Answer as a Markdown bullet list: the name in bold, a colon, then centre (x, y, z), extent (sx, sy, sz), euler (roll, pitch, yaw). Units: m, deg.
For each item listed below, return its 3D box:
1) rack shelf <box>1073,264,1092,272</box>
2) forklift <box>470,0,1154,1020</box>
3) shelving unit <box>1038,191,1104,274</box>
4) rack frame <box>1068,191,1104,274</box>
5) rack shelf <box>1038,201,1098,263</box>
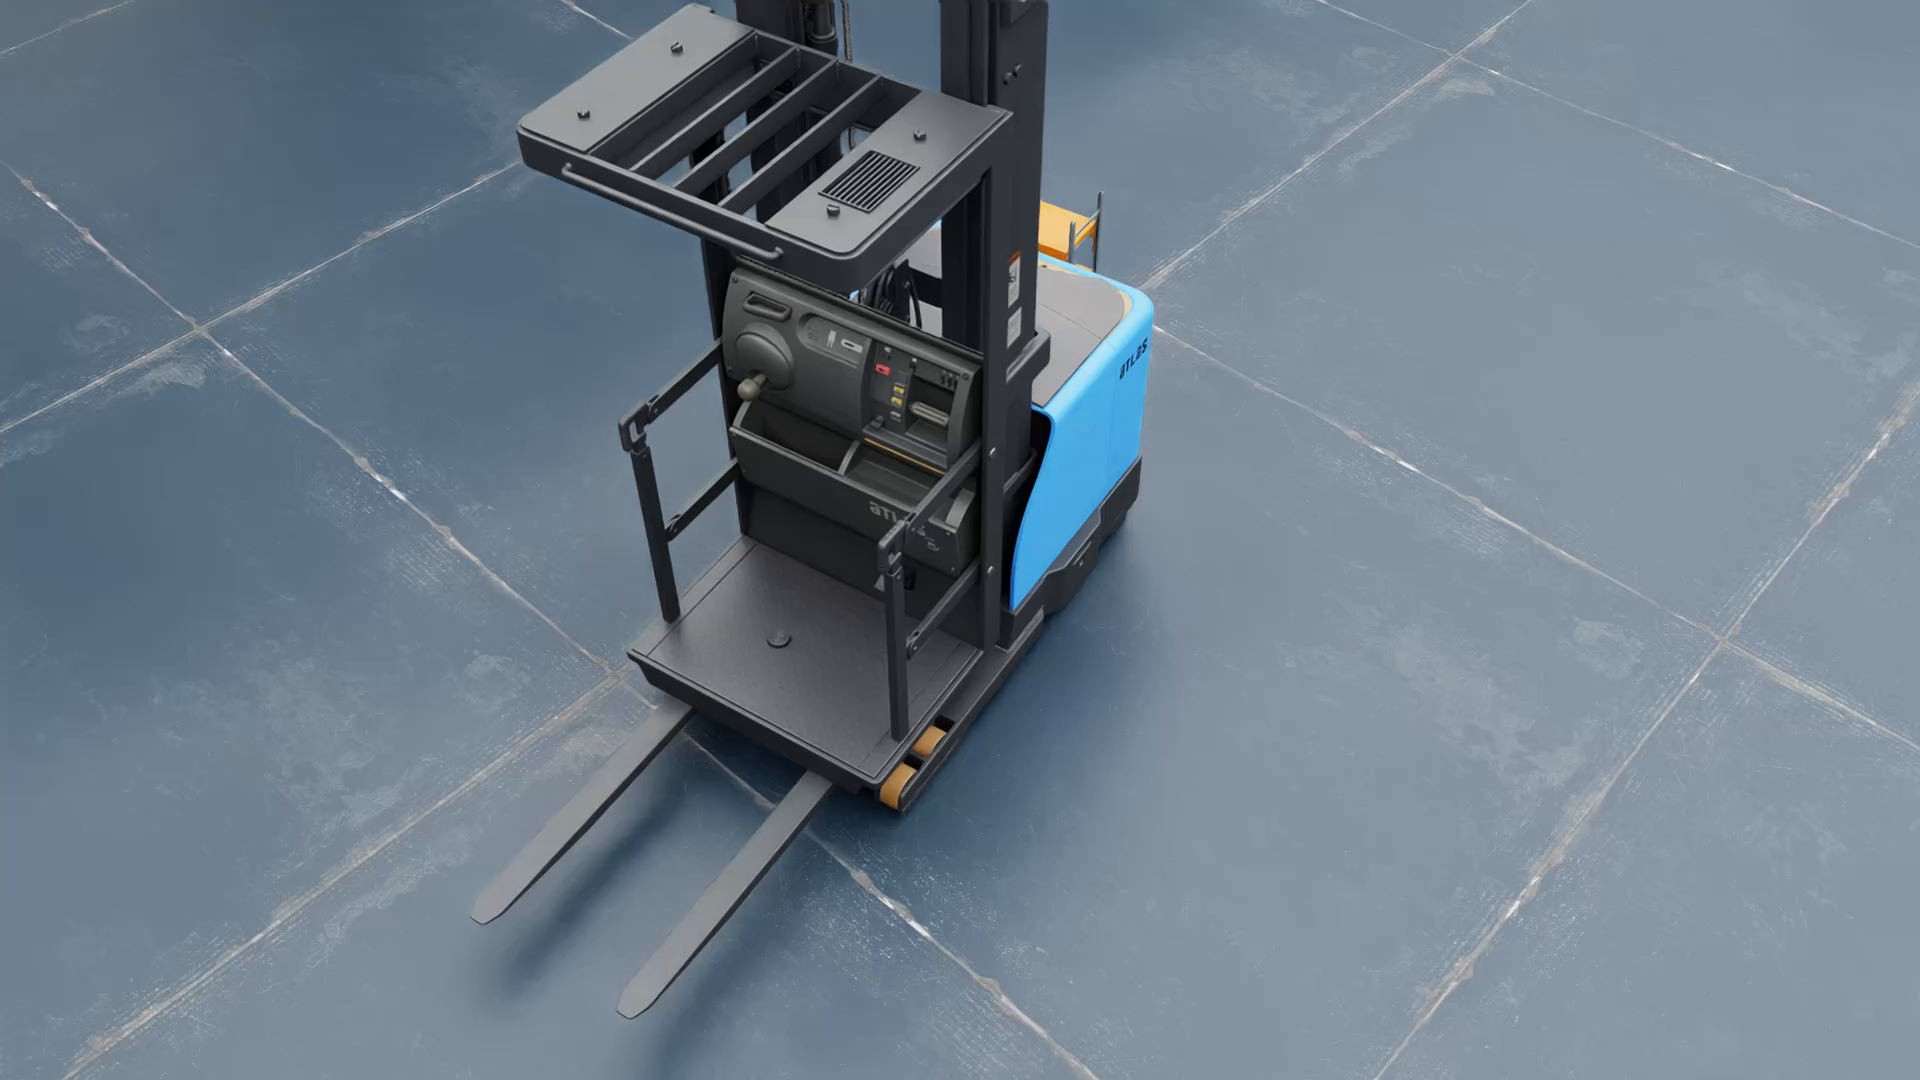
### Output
- **rack shelf**: centre (0.273, -1.049, 6.697), extent (0.480, 0.148, 0.258), euler (24, 51, 21)
- **forklift**: centre (-0.479, -0.450, 5.162), extent (1.130, 2.935, 3.031), euler (25, 52, 21)
- **shelving unit**: centre (0.273, -0.942, 6.811), extent (0.503, 1.200, 0.258), euler (24, 51, 21)
- **rack frame**: centre (0.480, -0.848, 6.723), extent (0.015, 1.200, 0.240), euler (24, 51, 21)
- **rack shelf**: centre (0.273, -1.211, 6.525), extent (0.480, 0.148, 0.258), euler (24, 51, 21)
